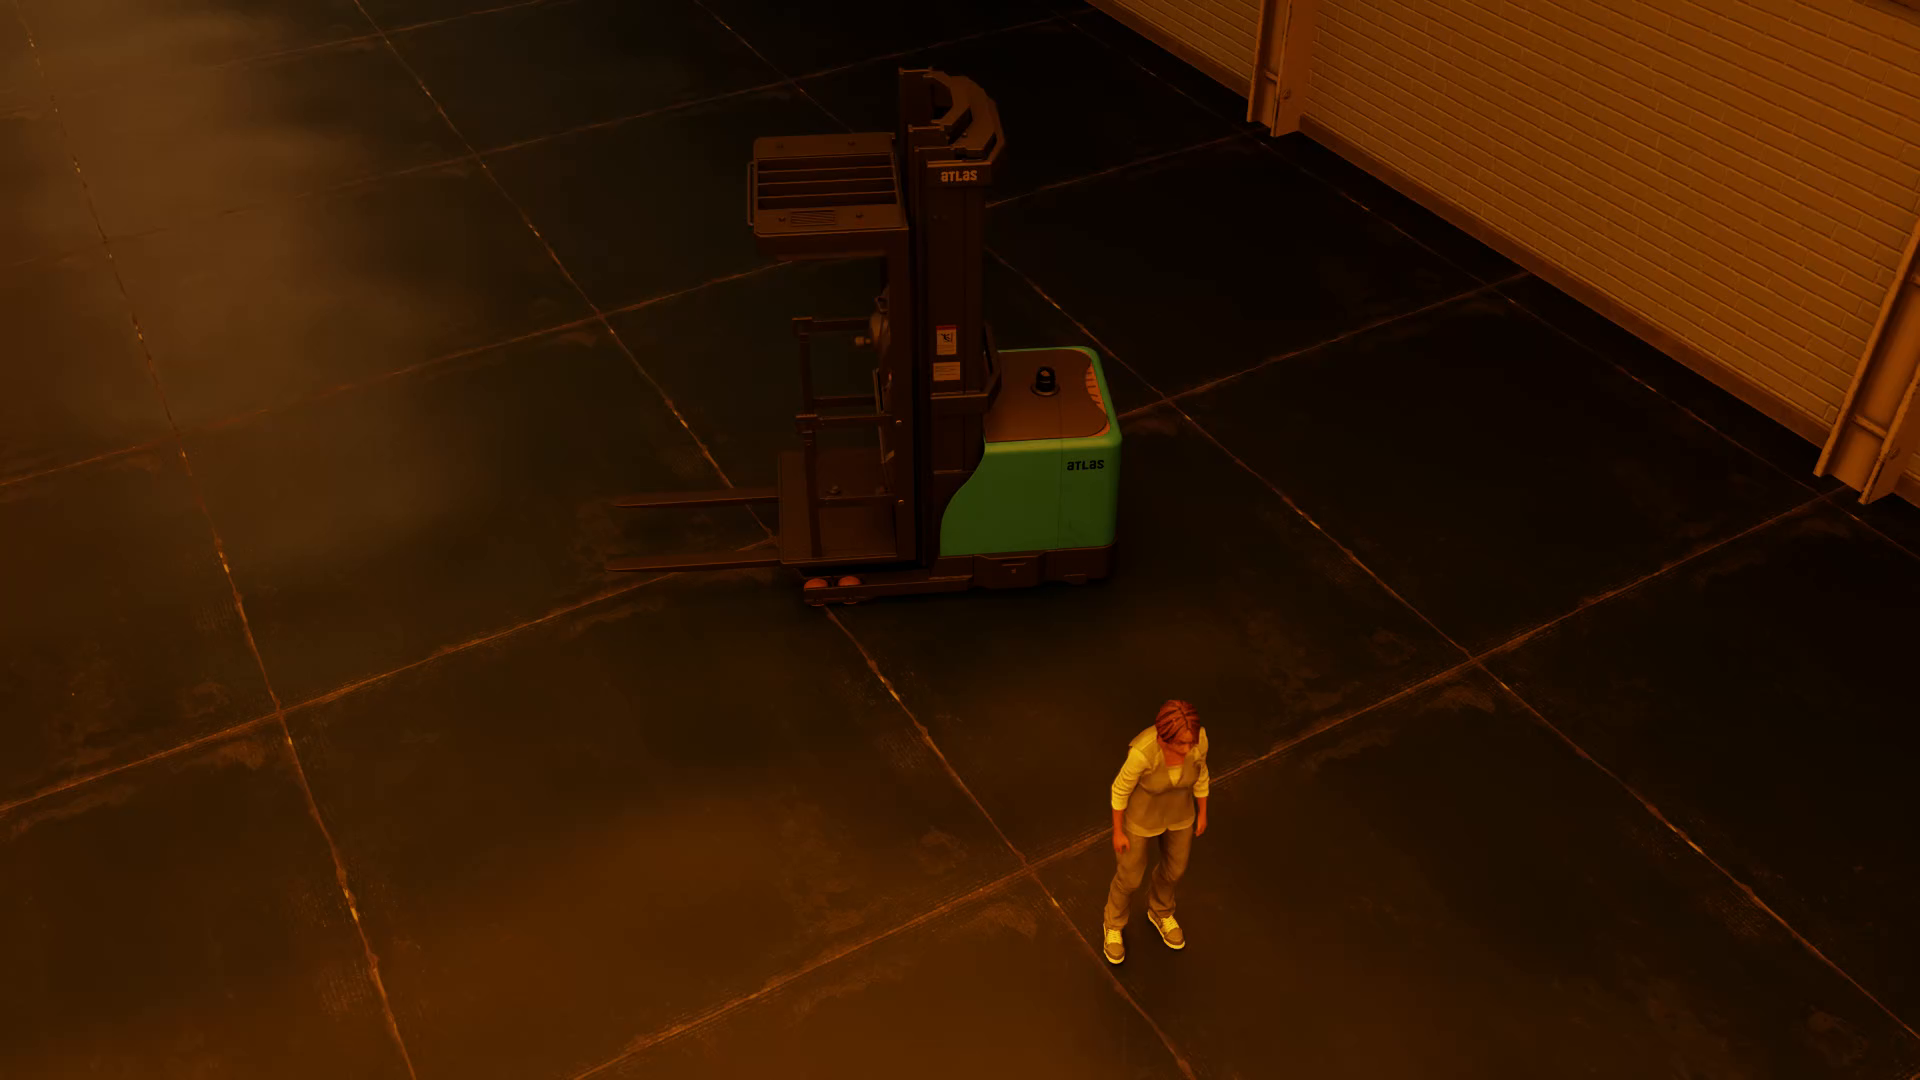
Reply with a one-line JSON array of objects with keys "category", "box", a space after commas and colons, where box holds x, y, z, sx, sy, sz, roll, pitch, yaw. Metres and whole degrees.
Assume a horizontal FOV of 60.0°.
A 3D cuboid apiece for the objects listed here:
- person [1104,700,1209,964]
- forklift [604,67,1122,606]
[{"category": "person", "box": [0.897, 1.280, 7.543, 0.476, 1.592, 0.348, -11, 41, -13]}, {"category": "forklift", "box": [-0.616, -1.090, 9.351, 3.031, 2.935, 1.130, -4, 40, -4]}]
